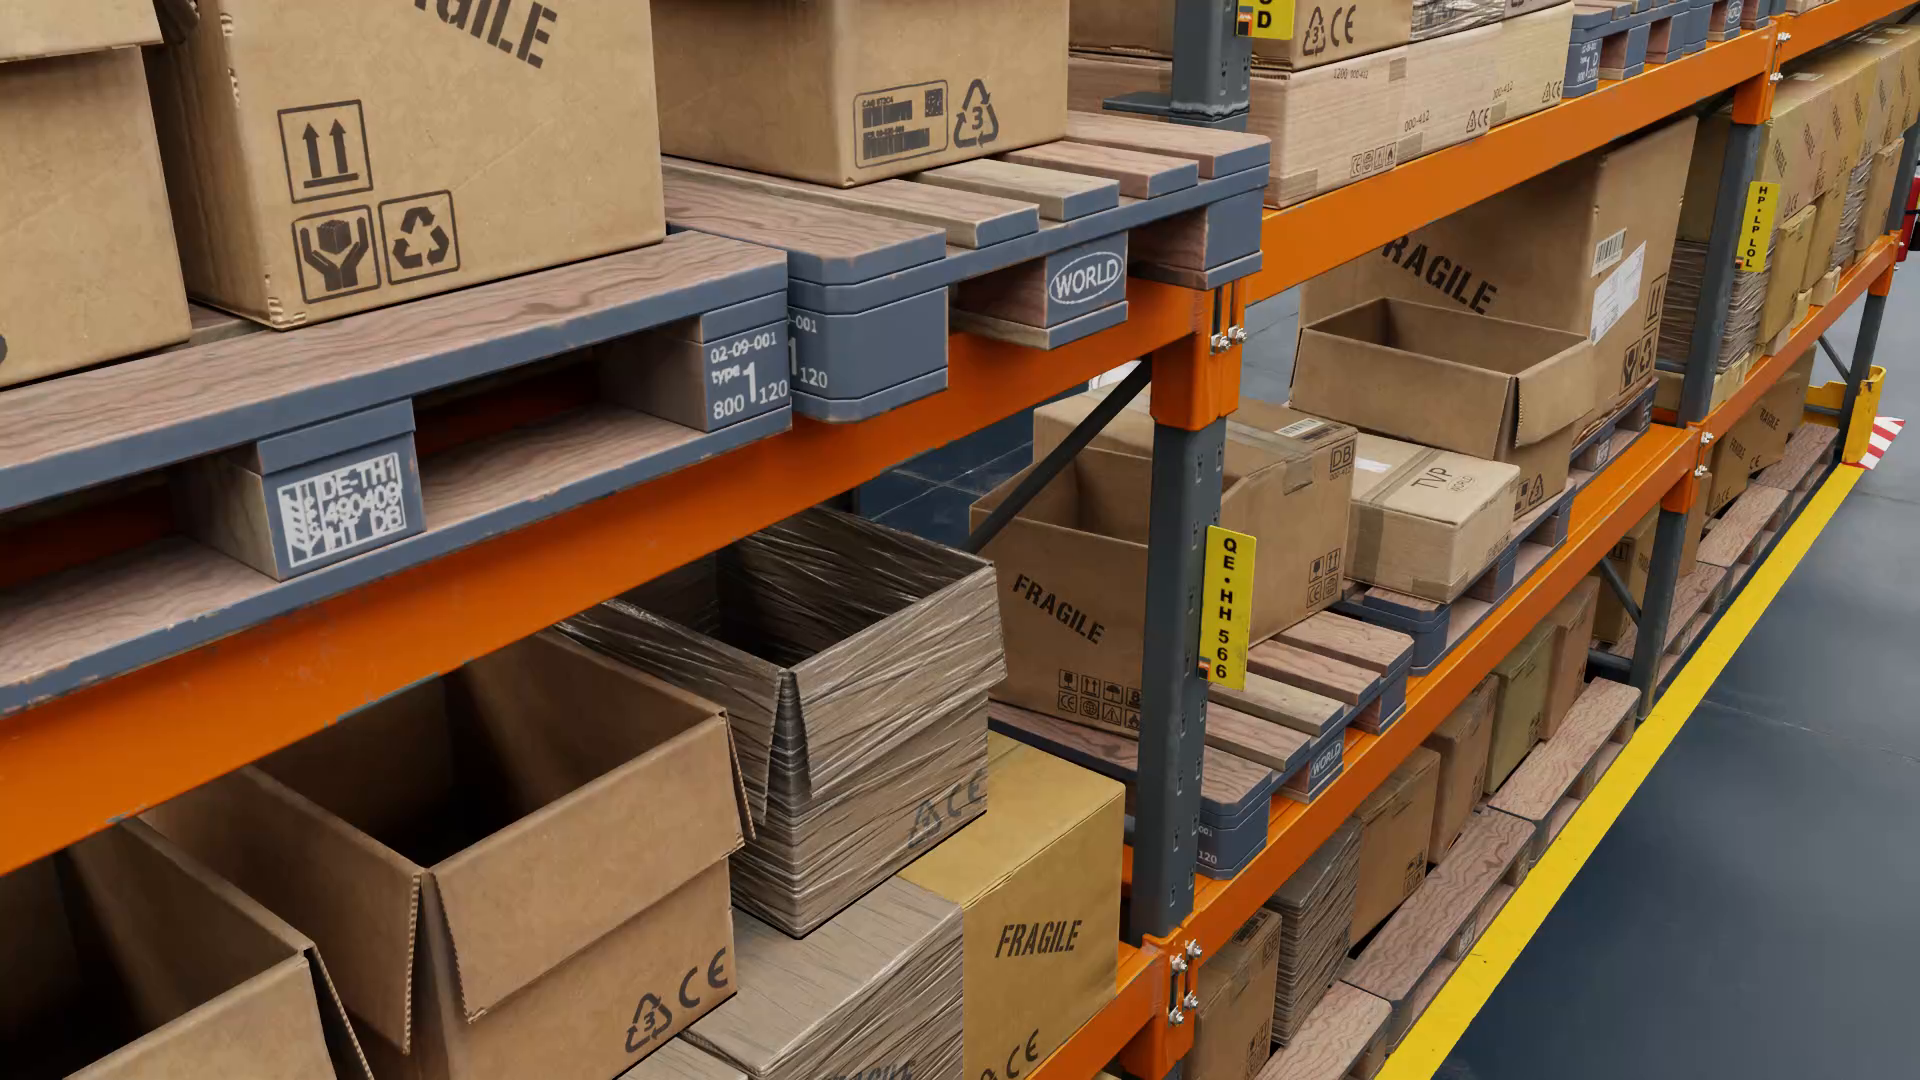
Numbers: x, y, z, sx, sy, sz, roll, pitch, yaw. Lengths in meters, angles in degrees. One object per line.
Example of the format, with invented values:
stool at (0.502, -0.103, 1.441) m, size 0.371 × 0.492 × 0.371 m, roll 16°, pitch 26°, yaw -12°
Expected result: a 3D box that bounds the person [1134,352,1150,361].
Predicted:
person at (0.756, -0.155, 6.958) m, size 0.515 × 1.655 × 0.319 m, roll 15°, pitch 28°, yaw 31°
